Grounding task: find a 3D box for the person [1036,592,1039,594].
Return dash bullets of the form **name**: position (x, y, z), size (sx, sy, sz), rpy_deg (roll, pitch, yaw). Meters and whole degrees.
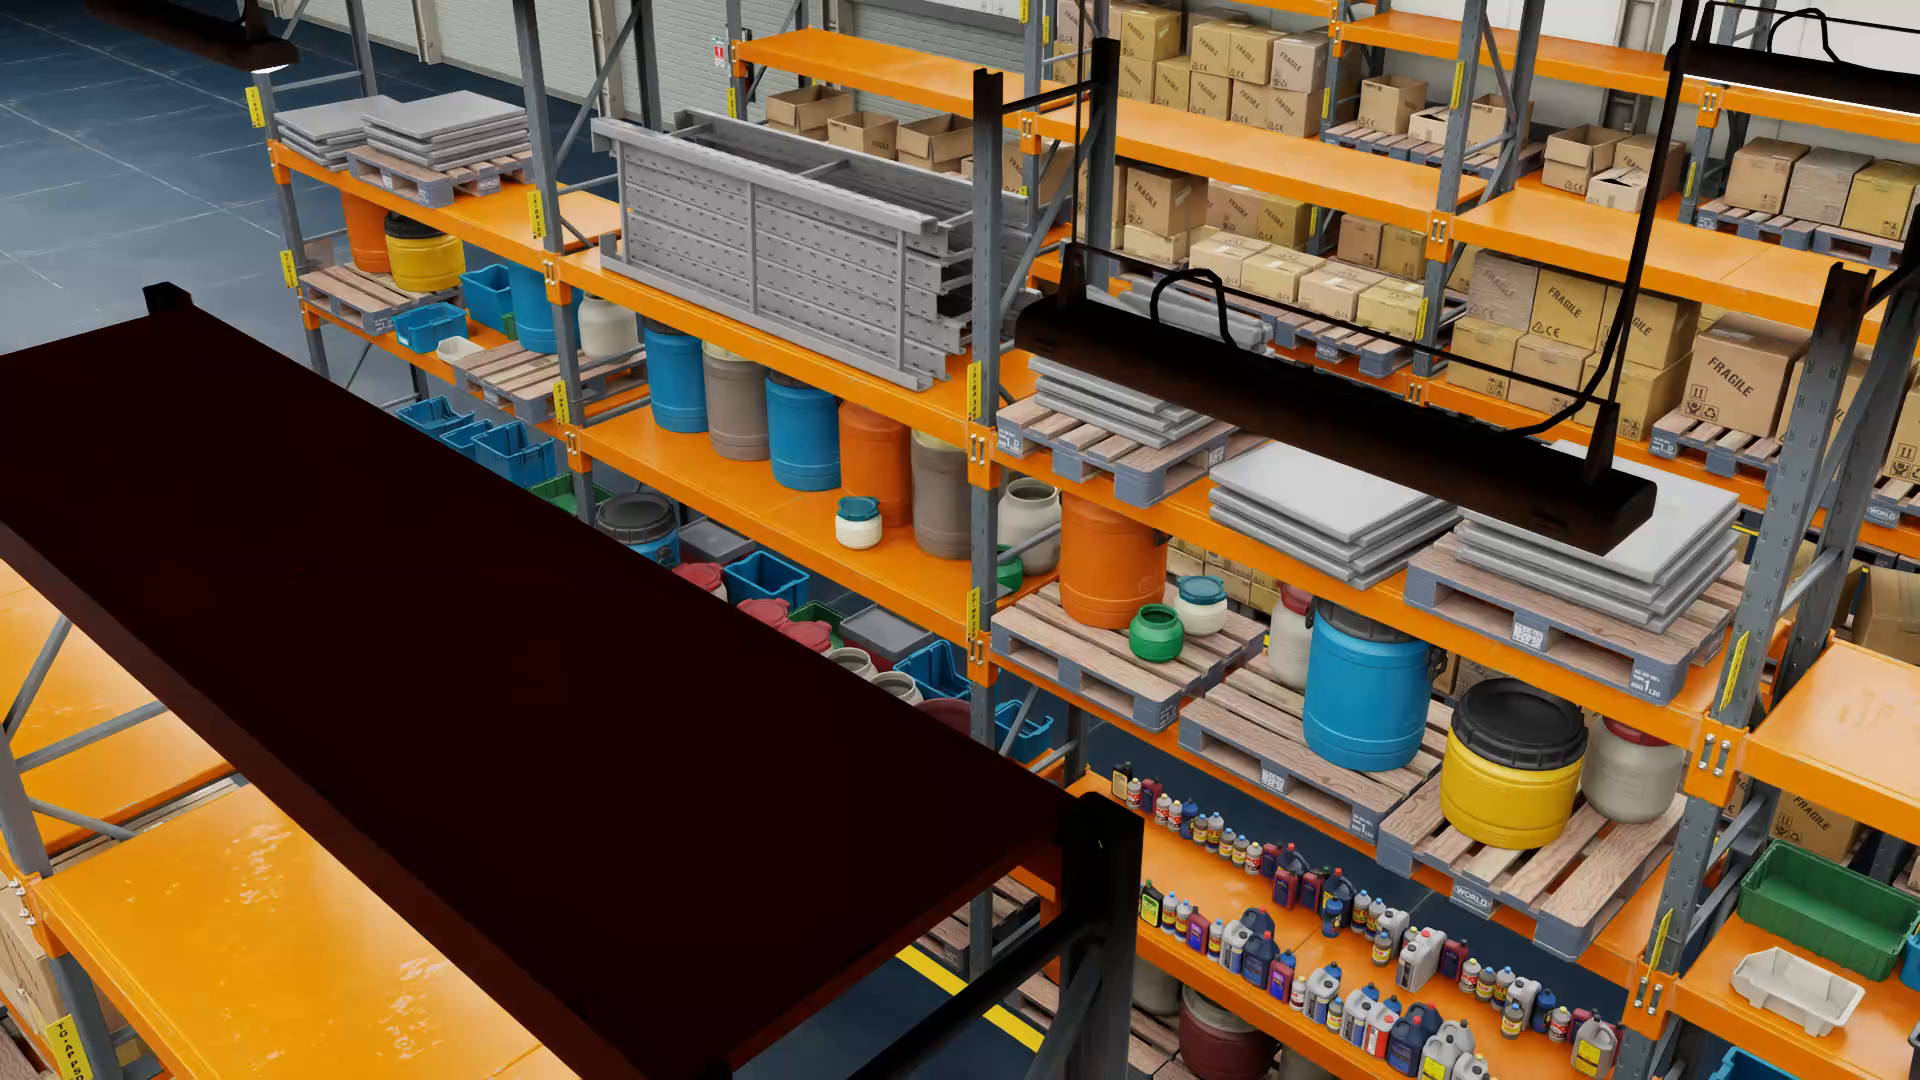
- **person**: position (0.912, 0.047, 14.042), size (0.780, 1.567, 0.613), rpy_deg (16, 33, 26)
